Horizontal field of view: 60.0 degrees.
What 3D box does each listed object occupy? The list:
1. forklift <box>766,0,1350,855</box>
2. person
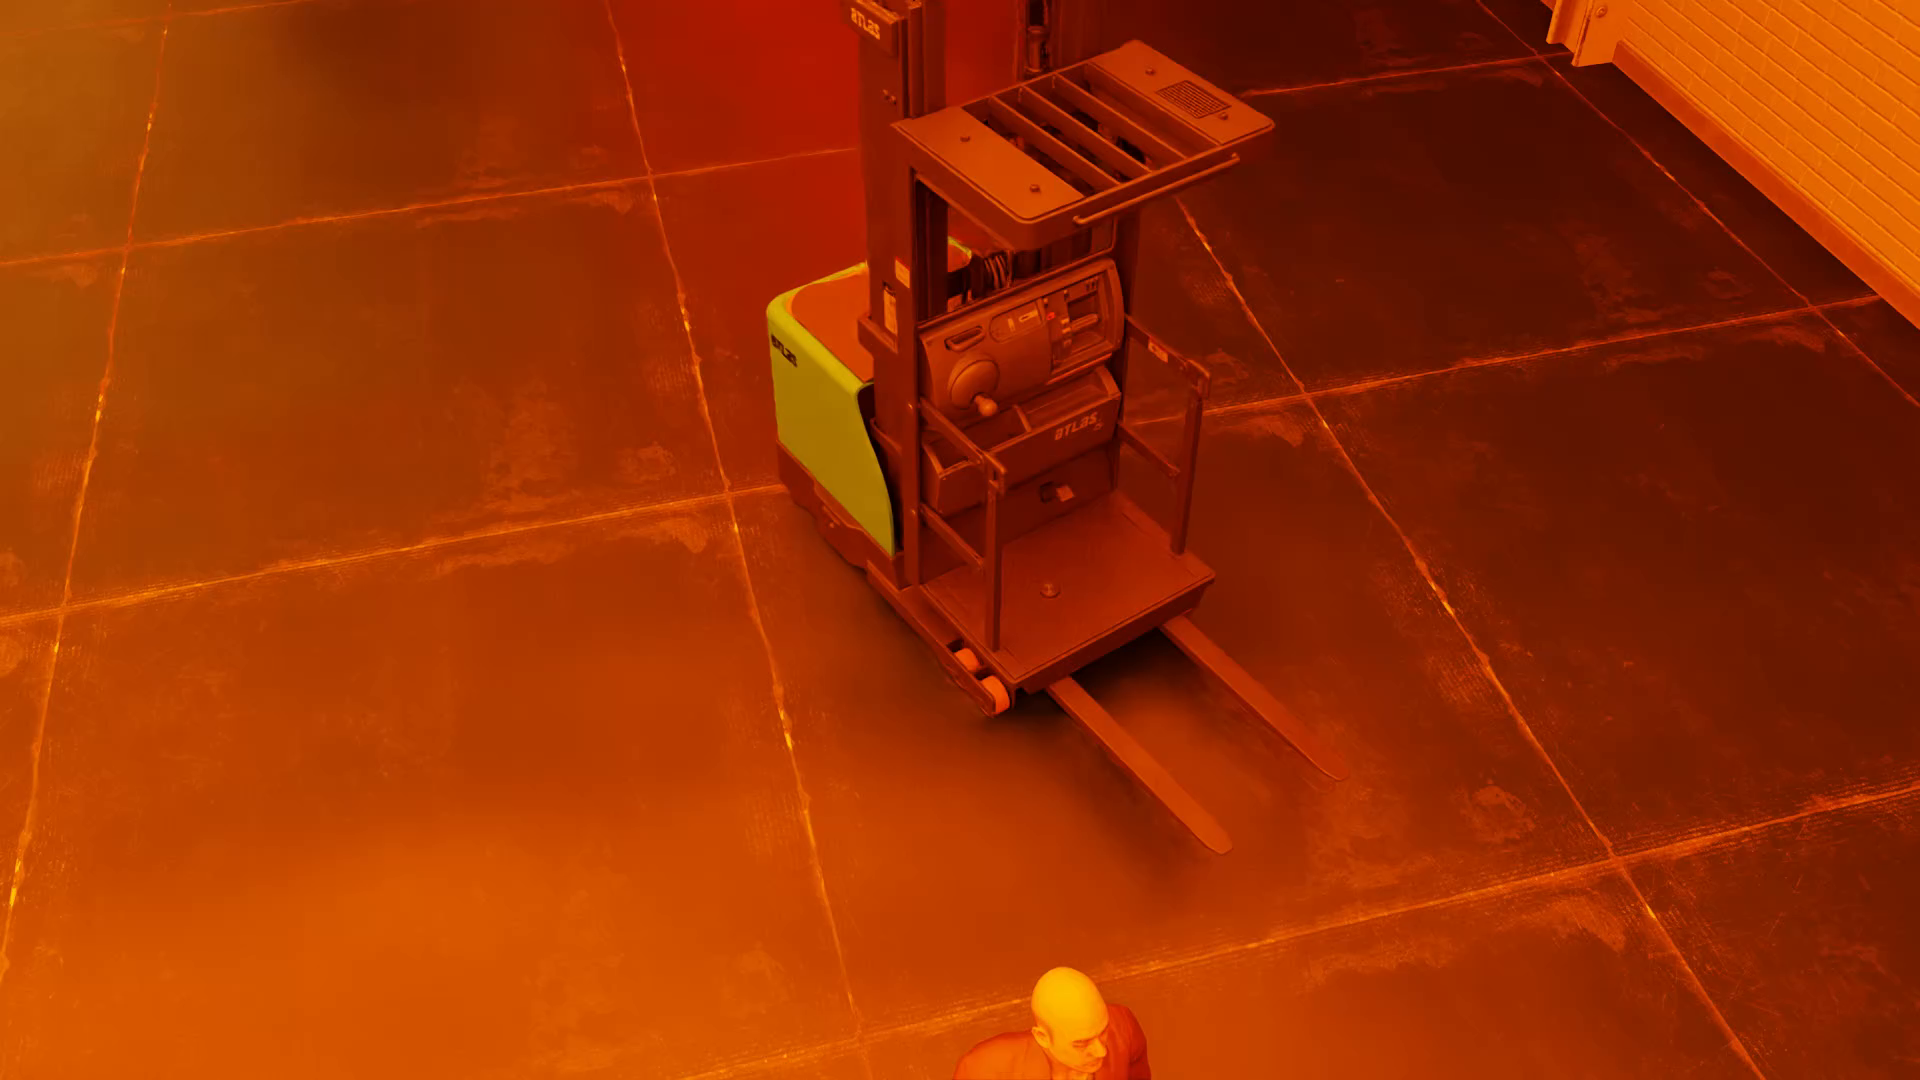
[{"bbox_3d":[0.382,-0.709,6.395,1.130,2.935,3.031,-26,49,-25],"label":"forklift"},{"bbox_3d":[0.302,1.843,4.526,0.694,1.777,0.580,-19,46,-19],"label":"person"}]
